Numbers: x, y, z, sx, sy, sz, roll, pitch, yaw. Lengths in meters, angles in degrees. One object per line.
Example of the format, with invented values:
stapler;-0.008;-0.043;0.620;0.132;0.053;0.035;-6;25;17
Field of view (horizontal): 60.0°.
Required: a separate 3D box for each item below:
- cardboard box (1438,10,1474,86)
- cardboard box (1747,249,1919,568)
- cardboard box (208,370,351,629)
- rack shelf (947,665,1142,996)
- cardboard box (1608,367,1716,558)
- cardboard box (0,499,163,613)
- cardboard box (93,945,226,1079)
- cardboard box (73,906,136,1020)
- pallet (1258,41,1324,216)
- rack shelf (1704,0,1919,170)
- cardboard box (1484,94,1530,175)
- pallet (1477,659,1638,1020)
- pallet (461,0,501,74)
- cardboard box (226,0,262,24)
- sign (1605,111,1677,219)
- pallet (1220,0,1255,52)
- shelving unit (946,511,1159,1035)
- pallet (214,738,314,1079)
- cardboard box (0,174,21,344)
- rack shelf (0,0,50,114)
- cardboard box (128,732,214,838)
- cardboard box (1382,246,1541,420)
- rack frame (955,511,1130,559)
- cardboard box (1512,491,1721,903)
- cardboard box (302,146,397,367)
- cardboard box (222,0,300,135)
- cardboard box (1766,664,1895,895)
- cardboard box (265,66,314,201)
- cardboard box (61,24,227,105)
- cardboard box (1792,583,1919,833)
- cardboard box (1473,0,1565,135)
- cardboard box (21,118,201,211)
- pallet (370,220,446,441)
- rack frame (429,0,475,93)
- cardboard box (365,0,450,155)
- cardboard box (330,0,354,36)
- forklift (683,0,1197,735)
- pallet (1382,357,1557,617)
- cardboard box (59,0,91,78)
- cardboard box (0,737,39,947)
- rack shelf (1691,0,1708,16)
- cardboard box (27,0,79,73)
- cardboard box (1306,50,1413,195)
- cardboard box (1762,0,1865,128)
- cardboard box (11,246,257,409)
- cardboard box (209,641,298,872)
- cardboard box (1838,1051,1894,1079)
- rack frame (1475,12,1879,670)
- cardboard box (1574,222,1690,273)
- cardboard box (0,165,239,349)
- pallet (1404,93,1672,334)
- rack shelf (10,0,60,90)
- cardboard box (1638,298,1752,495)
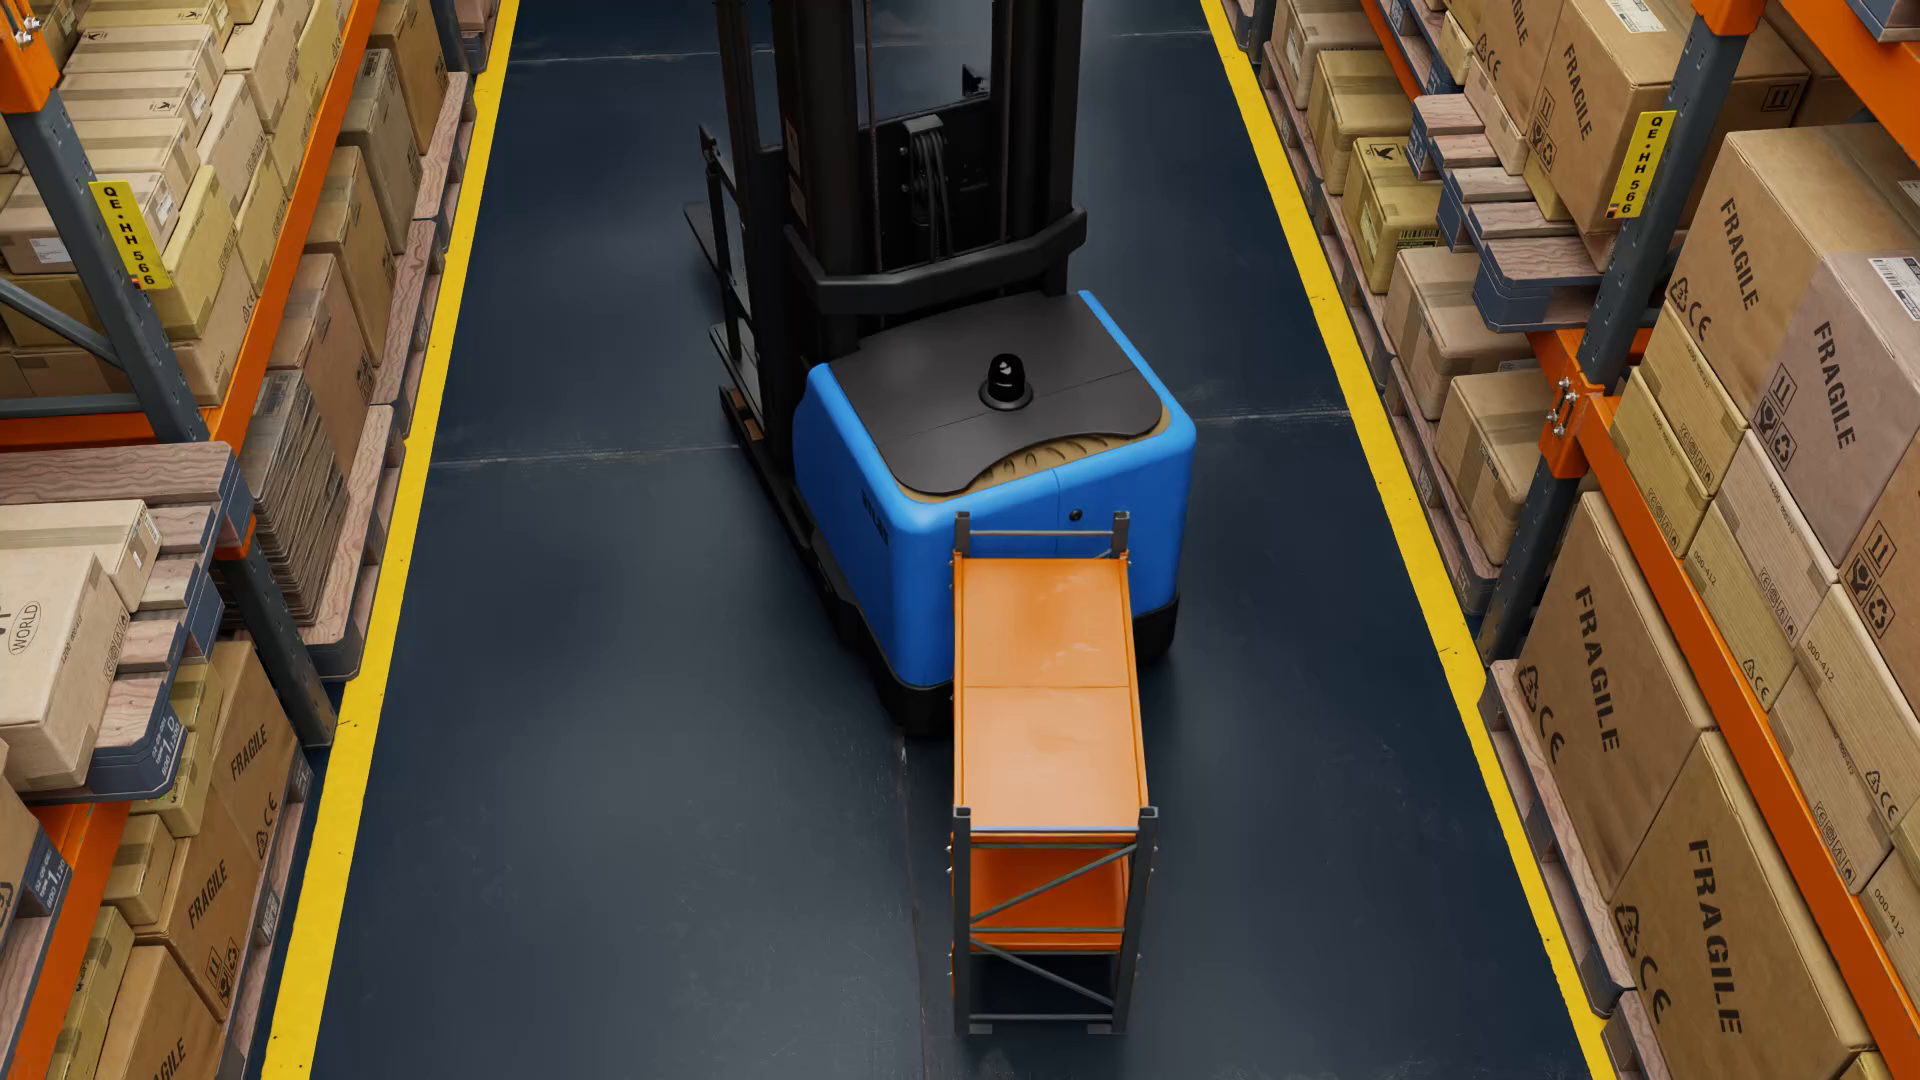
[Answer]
cardboard box;1.859;-1.683;5.662;0.380;0.149;0.250;-3;47;-3
cardboard box;2.180;-0.301;3.711;0.500;0.500;0.500;-3;47;-3
cardboard box;-2.653;-0.128;5.651;0.875;0.625;0.625;-2;47;-2
rack shelf;0.235;0.852;5.005;0.538;0.278;1.000;0;47;0
cardboard box;2.121;-0.231;4.506;0.500;0.250;0.500;-4;47;-4
cardboard box;-2.177;0.046;4.024;0.380;0.149;0.250;-3;47;-3
cardboard box;-2.287;1.401;4.289;0.500;0.500;0.500;-2;47;-2
cardboard box;-2.312;1.069;4.158;0.380;0.149;0.250;-2;47;-2
pallet;2.063;-2.024;8.022;1.003;0.211;1.213;-3;47;-3
rack shelf;2.499;0.011;2.603;1.077;0.370;4.000;-3;47;-3
cardboard box;1.909;-1.302;5.301;0.380;0.149;0.250;-4;47;-4
pallet;2.322;0.882;5.270;1.003;0.211;1.213;-3;47;-3
pallet;-2.974;-2.861;8.814;1.003;0.211;1.213;-3;47;-3
cardboard box;-2.466;-1.787;5.361;0.380;0.149;0.250;-3;47;-2
sign;1.791;-0.983;4.372;0.100;0.325;0.005;-3;47;-3
pallet;1.905;-3.071;9.013;1.003;0.211;1.213;-3;47;-3
shelving unit;0.235;0.684;4.828;0.538;1.125;1.048;0;47;0
pallet;-2.590;1.153;5.012;1.003;0.211;1.213;-3;47;-3
cardboard box;-2.929;-0.776;4.678;0.500;0.250;0.500;-3;47;-2
rack shelf;-2.447;0.315;2.315;1.077;0.370;4.000;-3;47;-3
cardboard box;-2.267;0.682;4.524;0.380;0.149;0.250;-6;47;-5
cardboard box;2.224;-0.836;6.496;0.950;0.372;0.625;-4;47;-4
rack frame;0.236;0.314;5.177;0.500;1.125;0.032;0;47;0
cardboard box;2.306;0.439;4.943;0.875;0.875;0.875;-4;47;-4
cardboard box;-2.773;-1.087;6.560;0.875;0.625;0.625;-5;47;-5
cardboard box;-2.475;-1.546;5.407;0.500;0.250;0.500;-5;47;-4
cardboard box;2.220;0.519;3.796;0.500;0.250;0.500;-2;47;-2
cardboard box;-2.496;-1.369;5.584;0.500;0.250;0.500;-5;47;-5
cardboard box;-2.453;-1.420;5.013;0.380;0.149;0.250;-3;47;-3
cardboard box;2.199;0.344;3.617;0.500;0.250;0.500;-4;47;-3
cardboard box;1.962;-1.619;5.154;0.500;0.500;0.500;-4;47;-4
cardboard box;-2.372;-1.047;4.660;0.380;0.149;0.250;-3;47;-2
pallet;-2.744;-0.868;6.926;1.003;0.211;1.213;-3;47;-3
rack frame;-2.950;-3.242;7.254;1.000;3.000;0.127;-3;47;-3
cardboard box;-2.895;-2.193;7.607;0.875;0.625;0.625;-2;47;-2
cardboard box;-2.588;-2.117;6.292;0.500;0.250;0.500;-3;47;-3
forklift;-0.307;-1.445;5.600;1.130;2.935;3.031;-18;49;-16
pallet;2.267;-0.259;6.350;1.003;0.211;1.213;-3;47;-3
cardboard box;-3.013;-1.509;5.372;0.500;0.250;0.500;-4;47;-4
cardboard box;-2.294;0.642;3.216;0.797;0.503;0.637;-4;47;-4
rack shelf;2.164;-2.883;5.344;1.077;0.370;4.000;-3;47;-3
cardboard box;-2.972;-1.569;5.154;0.380;0.149;0.250;-4;47;-4
cardboard box;2.106;-1.888;7.493;0.950;0.372;0.625;-1;47;-1
cardboard box;2.524;-1.273;4.827;0.500;0.500;0.500;-5;47;-4
cardboard box;-2.408;-0.632;4.886;0.500;0.250;0.500;-3;47;-3
cardboard box;-2.365;0.660;4.991;0.500;0.500;0.500;-2;47;-2
cardboard box;2.451;1.731;3.719;0.875;0.875;0.875;-2;47;-2
rack frame;2.331;-0.652;4.802;1.000;3.000;0.127;-3;47;-3
cardboard box;2.069;-0.933;4.952;0.380;0.149;0.250;-2;47;-2
cardboard box;-2.384;-0.806;4.706;0.500;0.250;0.500;-4;47;-3
pallet;2.165;-1.095;5.354;1.213;0.211;1.003;-3;47;-3
rack shelf;-2.782;-2.579;5.056;1.077;0.370;4.000;-3;47;-3
cardboard box;2.127;-0.391;4.313;0.500;0.250;0.500;-4;47;-4
